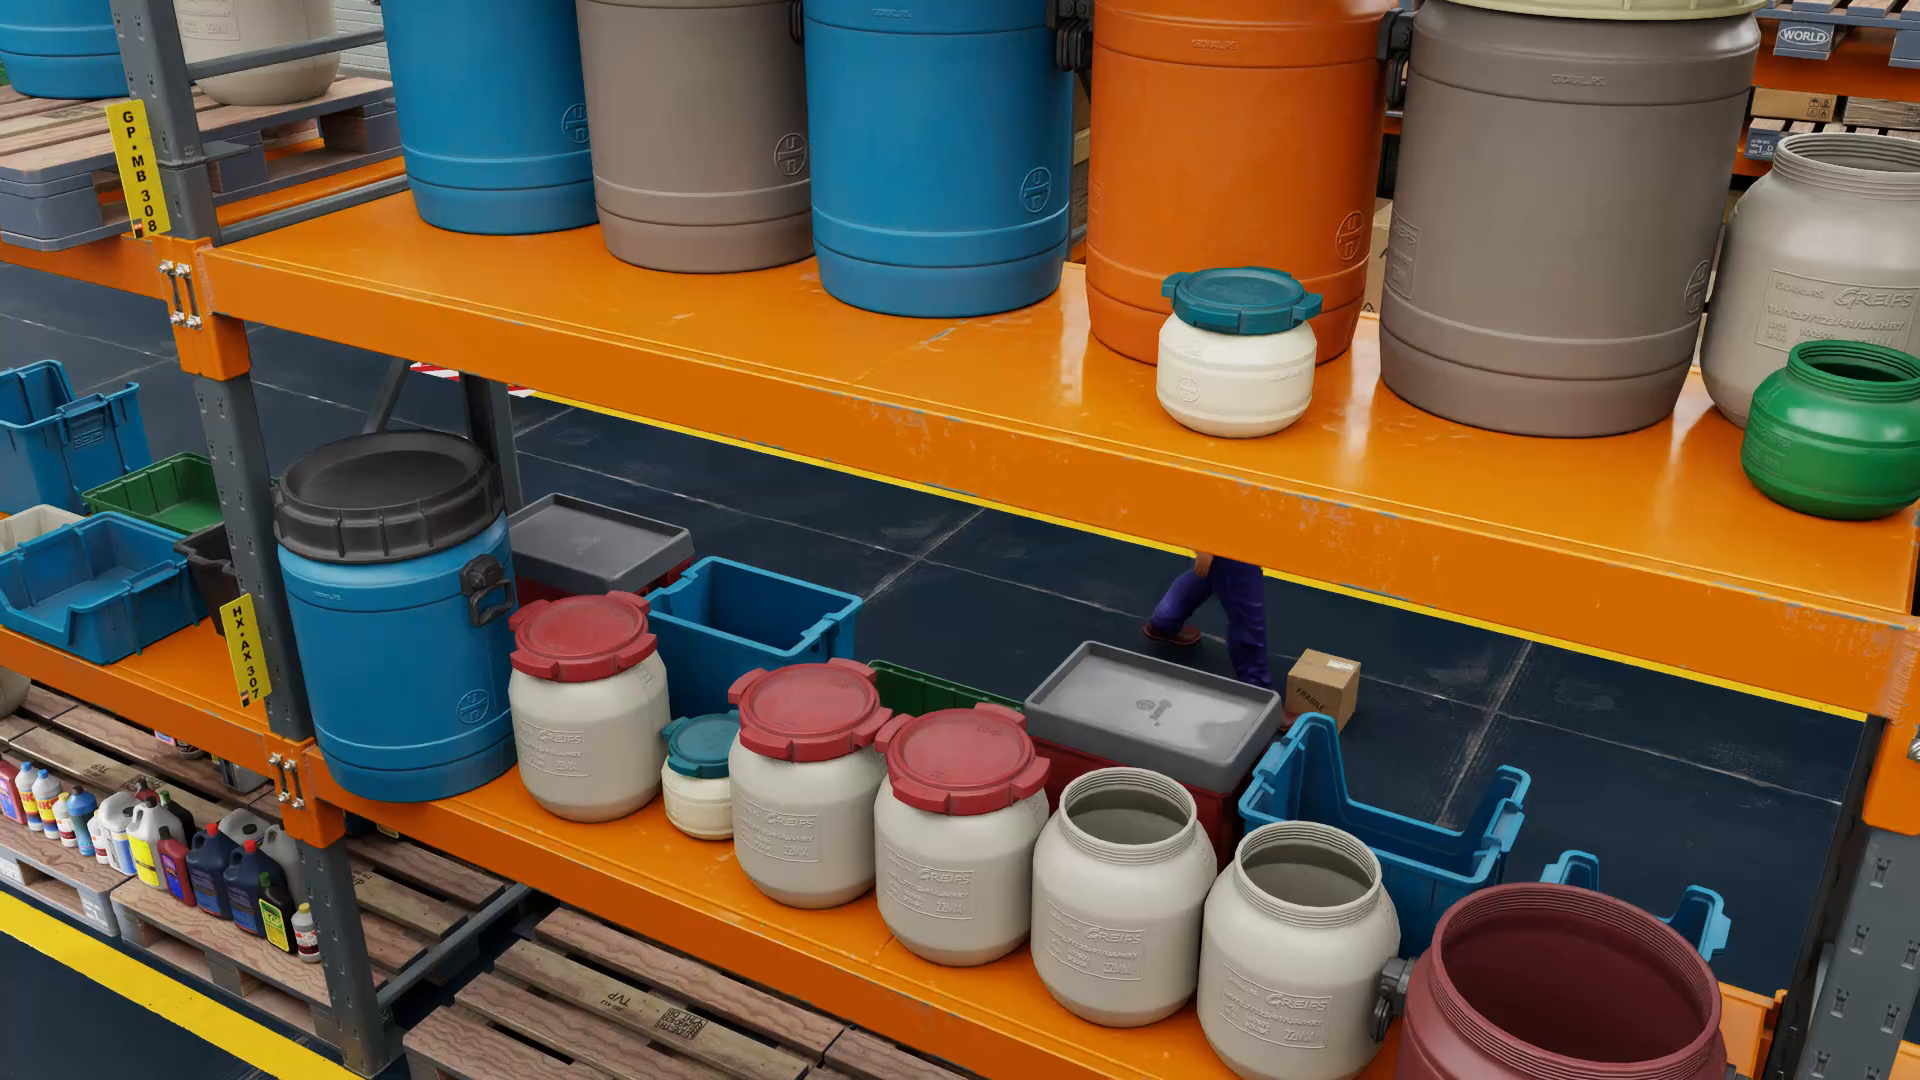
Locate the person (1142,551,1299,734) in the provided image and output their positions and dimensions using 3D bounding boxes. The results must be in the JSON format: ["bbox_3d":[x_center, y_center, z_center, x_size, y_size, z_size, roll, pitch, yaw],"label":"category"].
[{"bbox_3d":[1.216,-0.062,7.273,0.912,1.595,0.621,13,29,23],"label":"person"}]
